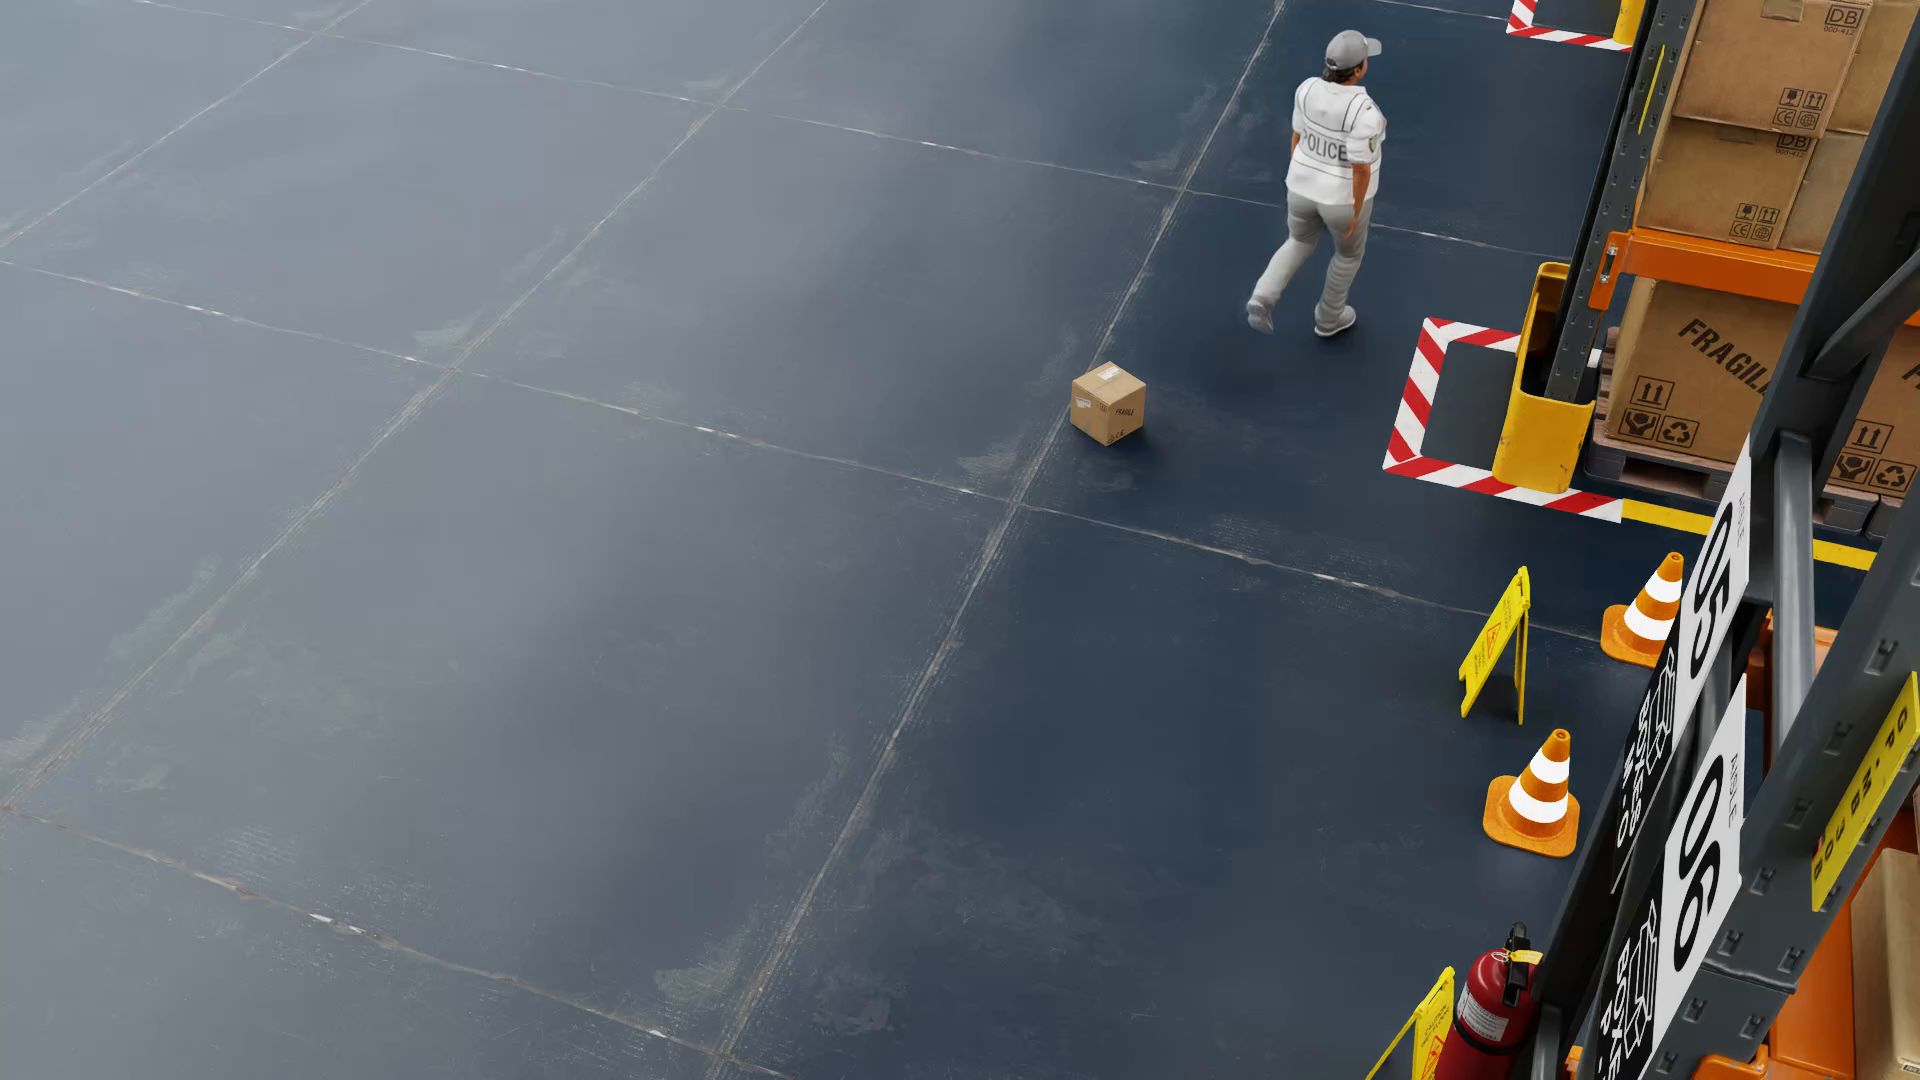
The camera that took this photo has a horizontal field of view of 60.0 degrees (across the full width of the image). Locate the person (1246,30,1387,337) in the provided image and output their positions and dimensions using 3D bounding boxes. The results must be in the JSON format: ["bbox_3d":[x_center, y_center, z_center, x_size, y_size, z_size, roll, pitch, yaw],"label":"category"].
[{"bbox_3d":[1.764,-1.669,8.005,0.472,1.641,0.655,31,50,30],"label":"person"}]
